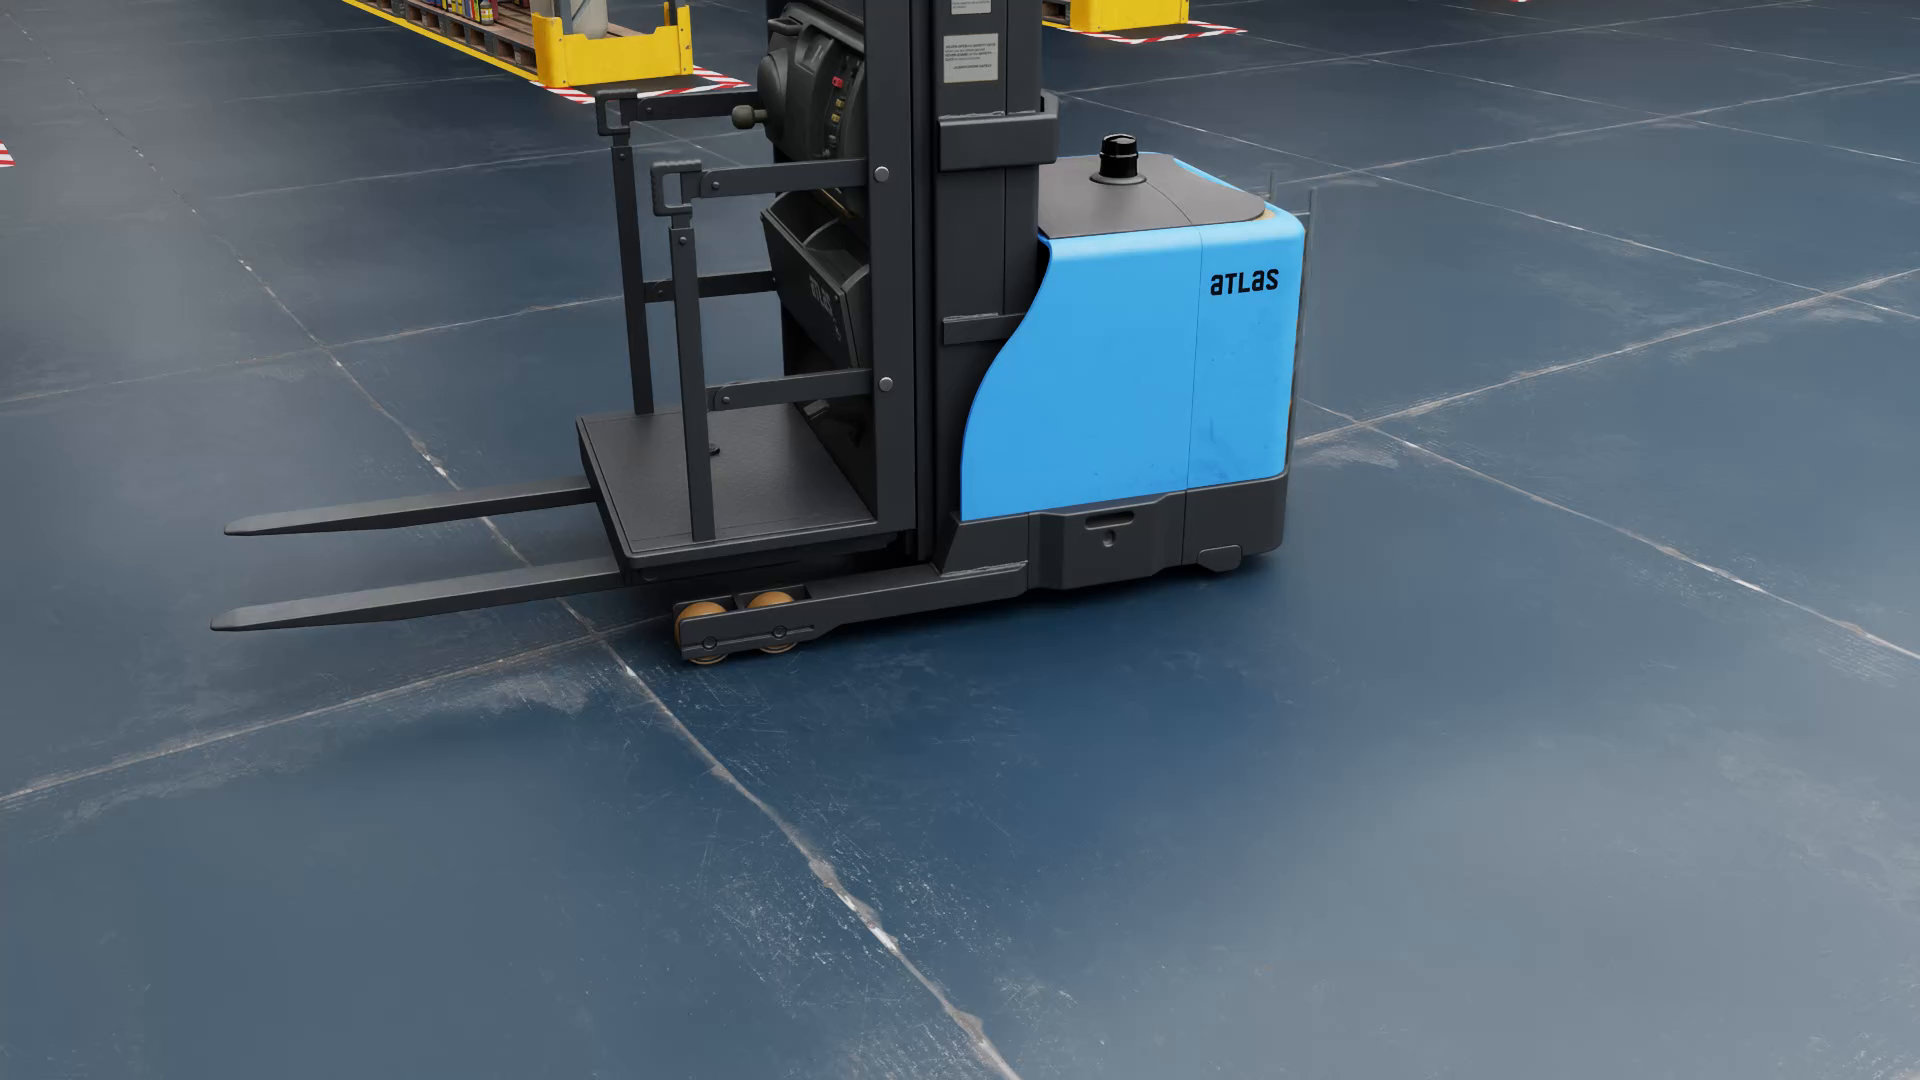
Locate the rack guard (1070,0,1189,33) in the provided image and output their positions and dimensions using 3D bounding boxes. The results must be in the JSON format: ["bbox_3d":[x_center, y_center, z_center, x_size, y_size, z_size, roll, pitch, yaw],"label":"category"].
[{"bbox_3d":[1.554,-4.946,15.141,1.175,0.500,0.348,-16,29,-30],"label":"rack guard"}]

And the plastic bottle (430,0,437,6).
[{"bbox_3d":[-4.645,-4.941,14.790,0.144,0.351,0.185,-15,29,-28],"label":"plastic bottle"}]

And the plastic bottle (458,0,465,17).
[{"bbox_3d":[-4.208,-4.655,14.184,0.144,0.351,0.185,-14,29,-27],"label":"plastic bottle"}]

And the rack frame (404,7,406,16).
[{"bbox_3d":[-4.738,-6.325,15.135,1.000,3.000,0.127,-16,29,-30],"label":"rack frame"}]

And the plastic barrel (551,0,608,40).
[{"bbox_3d":[-2.977,-4.177,13.007,0.421,0.512,0.421,0,25,0],"label":"plastic barrel"}]

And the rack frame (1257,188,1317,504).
[{"bbox_3d":[0.991,-0.582,5.252,0.200,1.050,0.008,-9,27,-18],"label":"rack frame"}]

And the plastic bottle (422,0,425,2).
[{"bbox_3d":[-4.820,-4.970,15.027,0.097,0.201,0.097,0,25,0],"label":"plastic bottle"}]

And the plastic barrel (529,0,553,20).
[{"bbox_3d":[-3.251,-4.356,13.387,0.421,0.512,0.421,0,25,0],"label":"plastic barrel"}]

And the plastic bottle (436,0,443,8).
[{"bbox_3d":[-4.542,-4.873,14.647,0.144,0.351,0.185,-17,30,-32],"label":"plastic bottle"}]

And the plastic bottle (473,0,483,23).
[{"bbox_3d":[-4.003,-4.457,13.845,0.061,0.283,0.133,-15,29,-28],"label":"plastic bottle"}]

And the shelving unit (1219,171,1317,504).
[{"bbox_3d":[0.950,-0.631,5.356,0.215,1.050,0.252,-9,27,-18],"label":"shelving unit"}]

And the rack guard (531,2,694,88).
[{"bbox_3d":[-2.635,-3.780,12.673,1.175,0.500,0.348,-16,29,-30],"label":"rack guard"}]

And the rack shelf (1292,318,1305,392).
[{"bbox_3d":[0.950,-0.621,5.361,0.215,0.259,0.240,-9,27,-18],"label":"rack shelf"}]

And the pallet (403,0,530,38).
[{"bbox_3d":[-4.406,-4.814,15.201,1.003,0.211,1.213,-16,29,-30],"label":"pallet"}]

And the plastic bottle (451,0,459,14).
[{"bbox_3d":[-4.310,-4.721,14.325,0.144,0.351,0.185,-16,30,-30],"label":"plastic bottle"}]

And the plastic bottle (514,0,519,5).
[{"bbox_3d":[-3.936,-4.916,14.815,0.061,0.283,0.133,-16,29,-30],"label":"plastic bottle"}]

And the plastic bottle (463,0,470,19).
[{"bbox_3d":[-4.114,-4.563,14.077,0.152,0.276,0.135,-16,30,-31],"label":"plastic bottle"}]

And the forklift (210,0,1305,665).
[{"bbox_3d":[-0.589,-1.240,4.443,3.031,2.935,1.130,-8,27,-17],"label":"forklift"}]

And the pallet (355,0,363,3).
[{"bbox_3d":[-5.869,-5.773,17.232,1.003,0.211,1.213,-16,29,-30],"label":"pallet"}]

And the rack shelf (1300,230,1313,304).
[{"bbox_3d":[0.949,-0.878,5.239,0.215,0.259,0.240,-9,27,-18],"label":"rack shelf"}]

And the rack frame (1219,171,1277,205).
[{"bbox_3d":[0.909,-0.680,5.460,0.200,1.050,0.008,-9,27,-18],"label":"rack frame"}]

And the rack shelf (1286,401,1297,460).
[{"bbox_3d":[0.950,-0.370,5.479,0.215,0.259,0.240,-9,27,-18],"label":"rack shelf"}]

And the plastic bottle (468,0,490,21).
[{"bbox_3d":[-4.039,-4.513,13.972,0.152,0.276,0.135,-15,29,-29],"label":"plastic bottle"}]

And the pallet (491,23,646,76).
[{"bbox_3d":[-3.074,-3.942,13.352,1.003,0.211,1.213,-16,29,-30],"label":"pallet"}]

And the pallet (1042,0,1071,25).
[{"bbox_3d":[1.140,-5.114,15.836,1.003,0.211,1.213,-16,29,-30],"label":"pallet"}]

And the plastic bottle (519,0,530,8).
[{"bbox_3d":[-3.867,-4.865,14.707,0.061,0.283,0.133,-16,29,-30],"label":"plastic bottle"}]

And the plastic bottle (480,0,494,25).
[{"bbox_3d":[-3.924,-4.383,13.783,0.097,0.201,0.097,0,25,0],"label":"plastic bottle"}]

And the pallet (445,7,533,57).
[{"bbox_3d":[-3.736,-4.378,14.276,1.003,0.211,1.213,-16,29,-30],"label":"pallet"}]

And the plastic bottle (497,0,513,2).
[{"bbox_3d":[-4.150,-5.017,15.040,0.152,0.276,0.135,-16,29,-30],"label":"plastic bottle"}]

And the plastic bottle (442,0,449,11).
[{"bbox_3d":[-4.487,-4.774,14.516,0.061,0.283,0.133,-14,29,-27],"label":"plastic bottle"}]

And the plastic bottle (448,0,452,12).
[{"bbox_3d":[-4.407,-4.699,14.453,0.097,0.201,0.097,0,25,0],"label":"plastic bottle"}]

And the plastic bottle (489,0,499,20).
[{"bbox_3d":[-3.950,-4.542,14.023,0.061,0.283,0.133,-16,29,-30],"label":"plastic bottle"}]

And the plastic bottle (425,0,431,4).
[{"bbox_3d":[-4.732,-4.967,14.934,0.152,0.276,0.135,-14,29,-28],"label":"plastic bottle"}]

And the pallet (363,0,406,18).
[{"bbox_3d":[-5.199,-5.336,16.306,1.003,0.211,1.213,-16,29,-30],"label":"pallet"}]

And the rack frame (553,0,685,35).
[{"bbox_3d":[-2.554,-4.895,12.105,1.000,3.000,0.127,-16,29,-30],"label":"rack frame"}]
